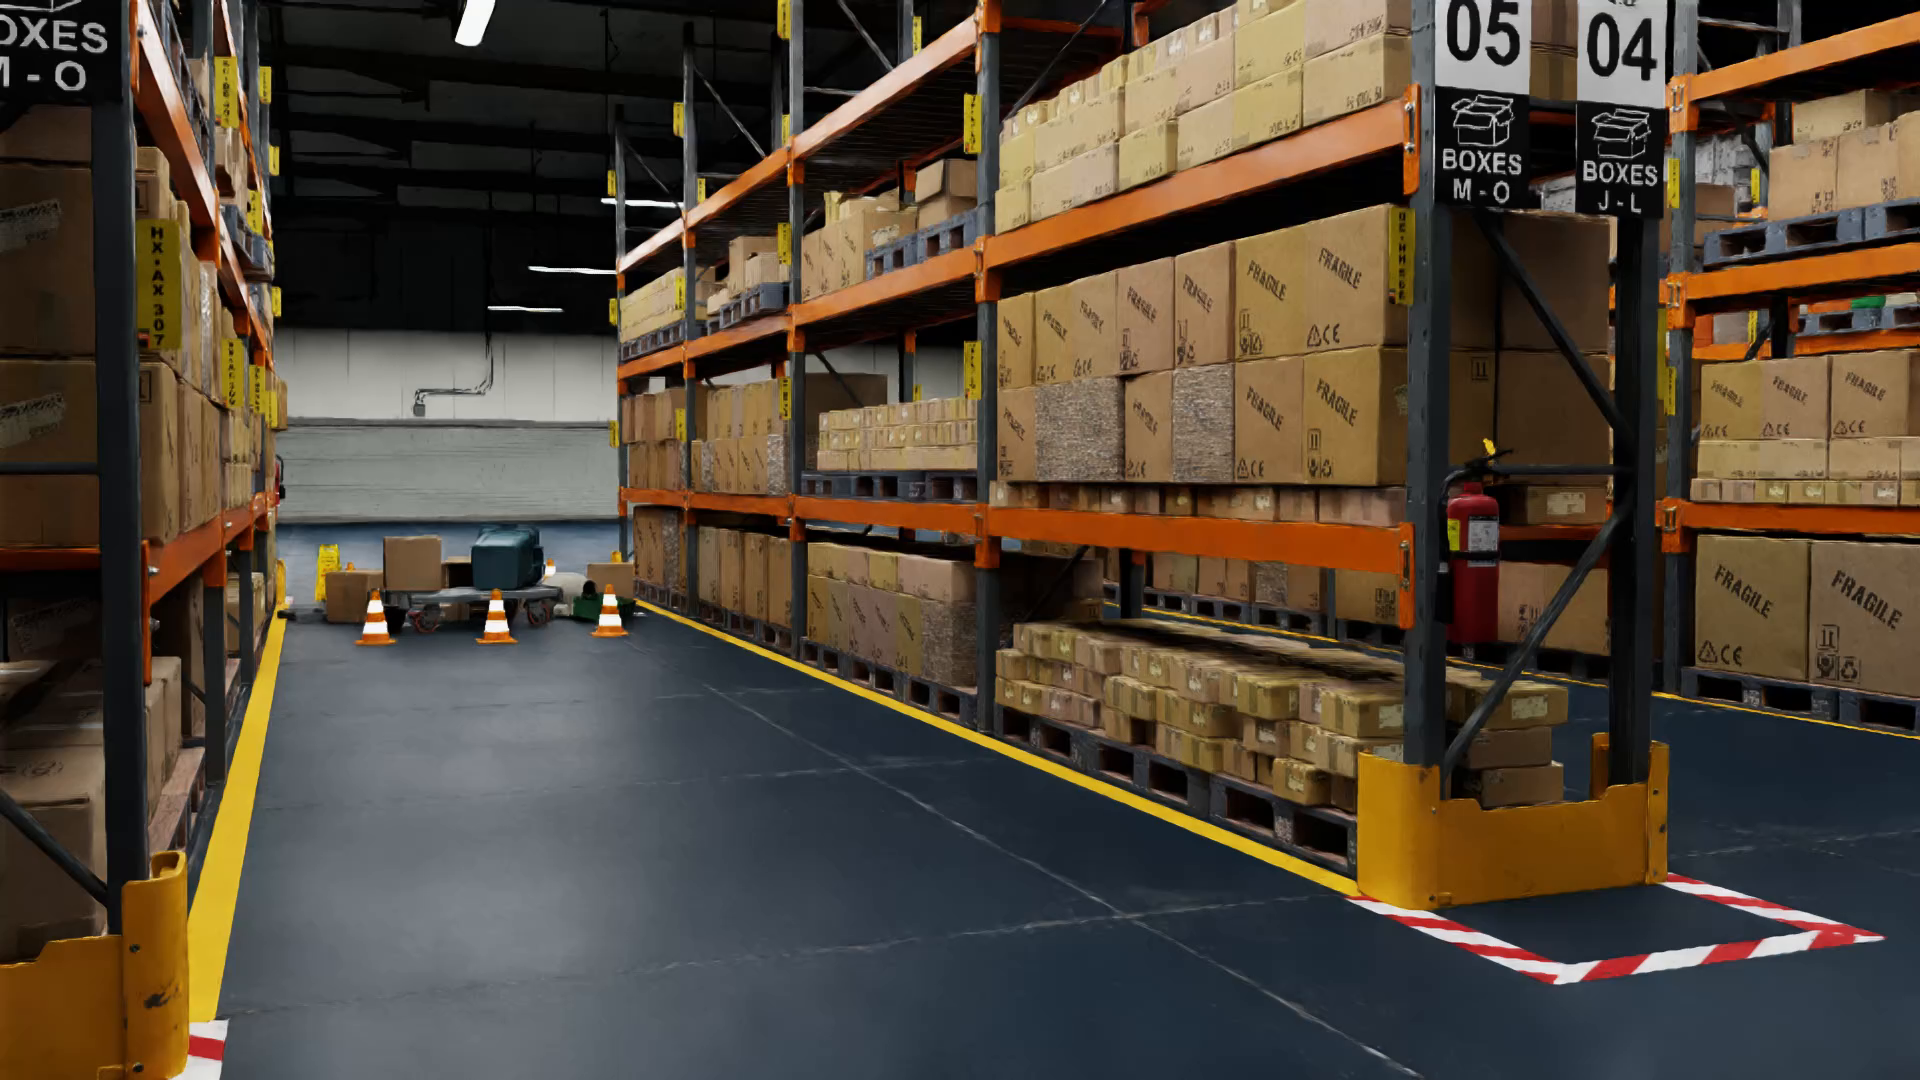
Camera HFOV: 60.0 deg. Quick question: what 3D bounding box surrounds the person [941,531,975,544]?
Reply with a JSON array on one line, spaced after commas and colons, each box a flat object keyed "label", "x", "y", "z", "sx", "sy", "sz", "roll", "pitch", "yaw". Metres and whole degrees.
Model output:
[{"label": "person", "x": -0.077, "y": -0.078, "z": 17.454, "sx": 0.507, "sy": 1.678, "sz": 0.493, "roll": 2, "pitch": 3, "yaw": 43}]
